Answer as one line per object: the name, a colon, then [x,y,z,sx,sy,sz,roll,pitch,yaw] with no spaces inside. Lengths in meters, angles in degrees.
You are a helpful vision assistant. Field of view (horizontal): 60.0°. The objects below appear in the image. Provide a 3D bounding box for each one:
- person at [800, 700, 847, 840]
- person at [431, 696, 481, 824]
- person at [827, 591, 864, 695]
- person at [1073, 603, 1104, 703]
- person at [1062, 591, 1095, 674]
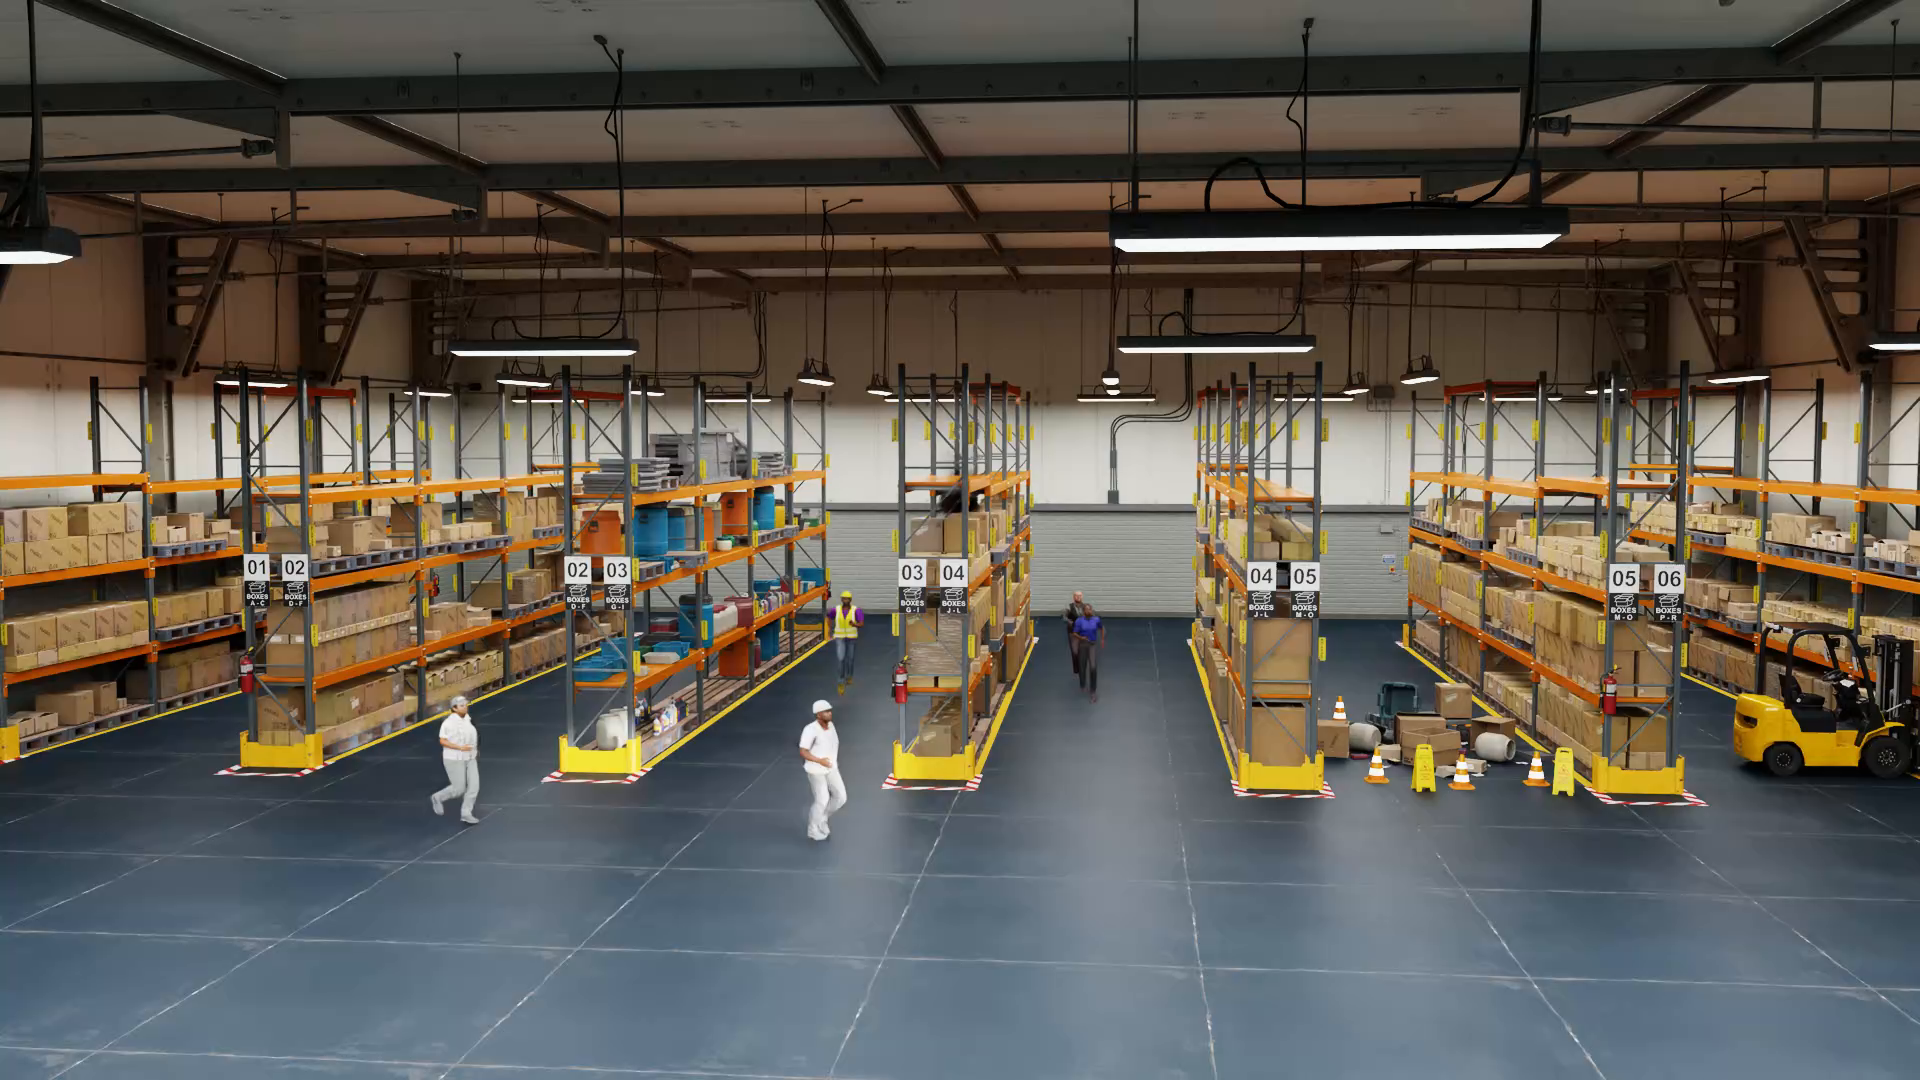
person: [-1.659,2.820,20.384,0.587,1.725,0.701,3,5,36]
person: [-6.466,2.814,21.401,0.674,1.630,0.613,2,4,23]
person: [-2.104,1.874,30.670,0.672,1.876,0.743,0,4,-6]
person: [2.308,2.023,29.765,0.598,1.754,0.702,0,4,-2]
person: [2.324,1.879,32.513,0.646,1.752,0.604,0,4,1]
